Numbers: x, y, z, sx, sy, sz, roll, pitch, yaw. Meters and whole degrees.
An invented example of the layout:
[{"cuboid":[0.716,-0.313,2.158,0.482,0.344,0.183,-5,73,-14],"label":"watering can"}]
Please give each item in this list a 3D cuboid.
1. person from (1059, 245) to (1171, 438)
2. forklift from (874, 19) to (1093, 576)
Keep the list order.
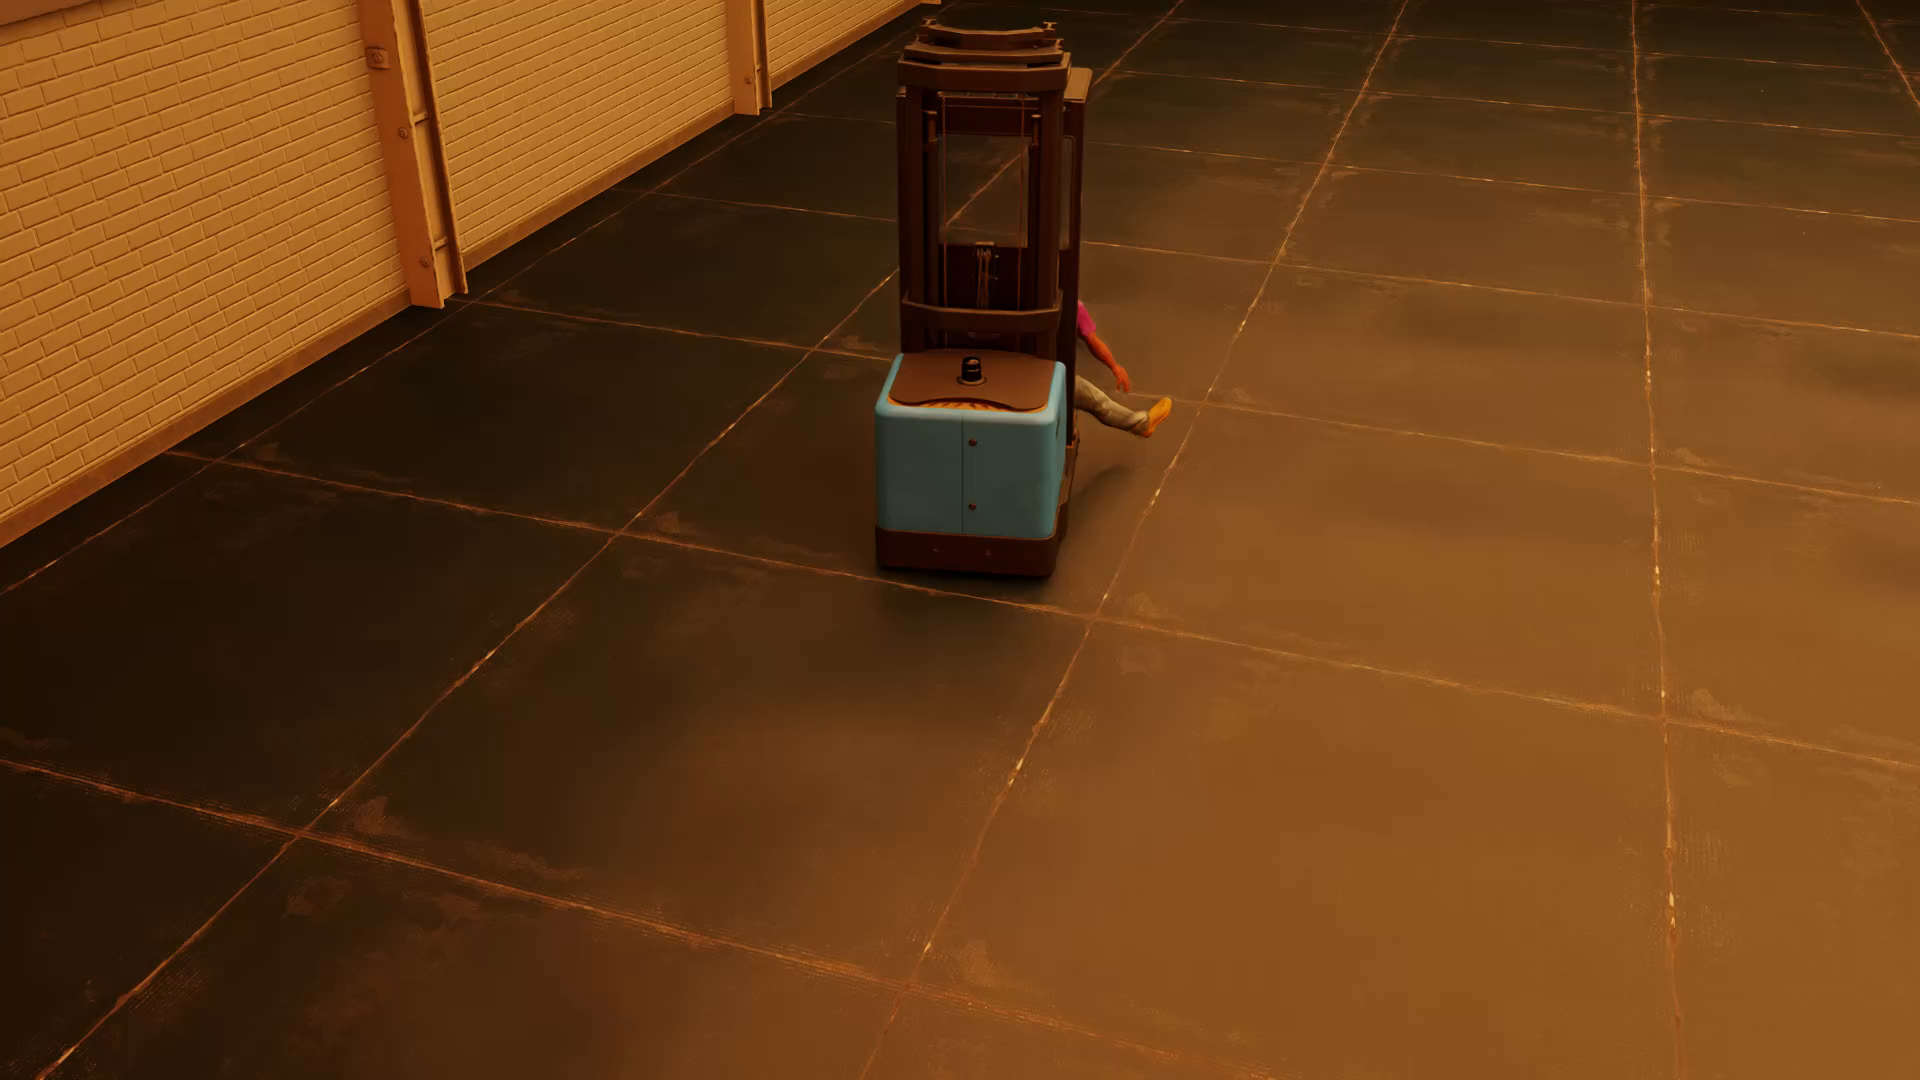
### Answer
[{"cuboid":[0.709,-1.206,10.752,1.161,1.484,1.022,-25,38,-36],"label":"person"},{"cuboid":[0.209,-1.773,10.246,1.130,2.935,3.031,4,30,6],"label":"forklift"}]
